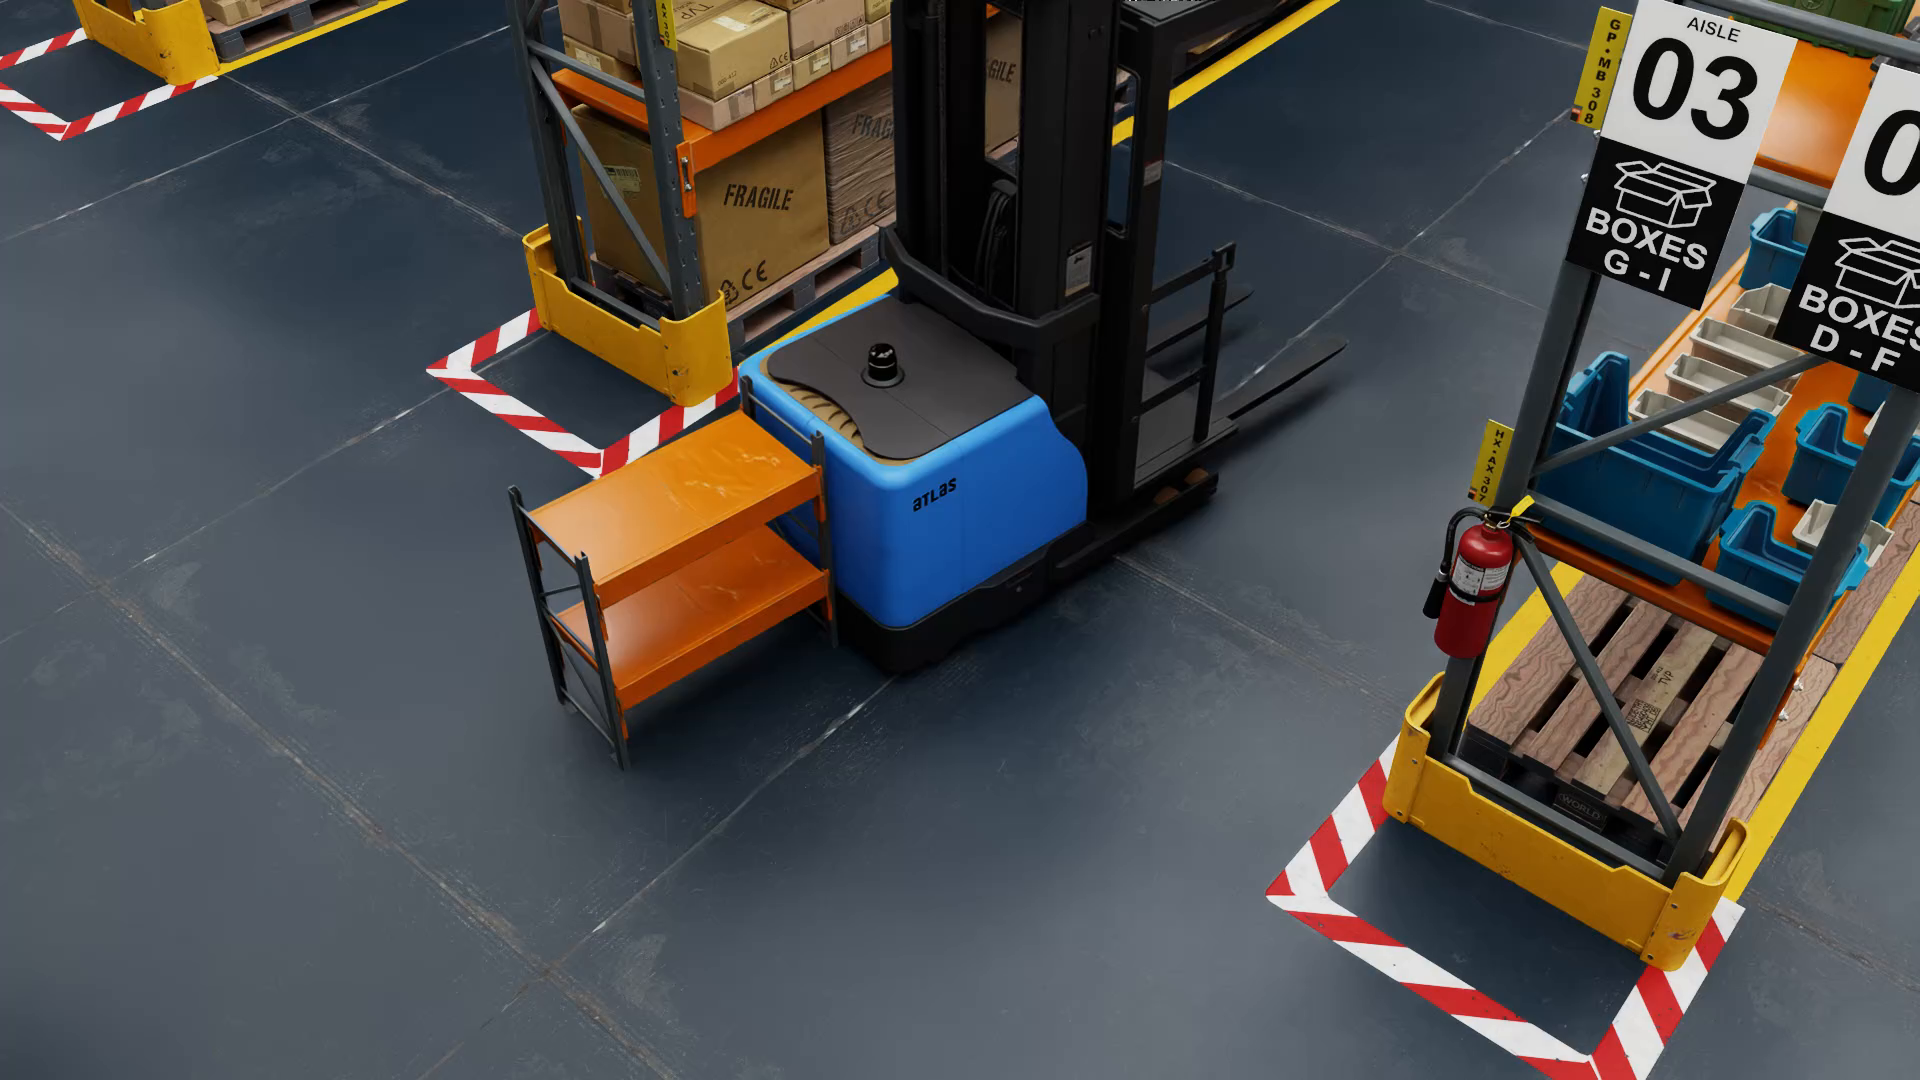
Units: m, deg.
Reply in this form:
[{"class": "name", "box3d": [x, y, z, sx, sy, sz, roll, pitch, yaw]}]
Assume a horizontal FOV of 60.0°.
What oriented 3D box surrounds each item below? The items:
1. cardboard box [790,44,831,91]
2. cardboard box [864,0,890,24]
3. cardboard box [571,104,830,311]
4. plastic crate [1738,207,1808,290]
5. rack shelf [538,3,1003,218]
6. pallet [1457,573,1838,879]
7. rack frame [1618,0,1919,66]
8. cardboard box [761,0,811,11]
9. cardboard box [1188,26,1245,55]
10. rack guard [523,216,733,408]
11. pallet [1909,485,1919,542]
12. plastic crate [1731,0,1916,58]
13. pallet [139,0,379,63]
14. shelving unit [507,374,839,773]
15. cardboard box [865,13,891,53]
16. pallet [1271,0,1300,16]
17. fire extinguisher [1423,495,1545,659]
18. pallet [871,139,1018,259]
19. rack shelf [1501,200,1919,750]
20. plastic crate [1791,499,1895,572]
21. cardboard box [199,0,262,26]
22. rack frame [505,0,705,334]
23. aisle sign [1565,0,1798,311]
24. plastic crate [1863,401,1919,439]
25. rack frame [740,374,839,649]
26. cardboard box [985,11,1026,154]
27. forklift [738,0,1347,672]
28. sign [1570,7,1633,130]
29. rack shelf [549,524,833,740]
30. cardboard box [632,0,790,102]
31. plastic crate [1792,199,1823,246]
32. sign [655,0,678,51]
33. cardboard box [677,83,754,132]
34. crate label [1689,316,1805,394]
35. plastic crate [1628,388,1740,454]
[{"class": "cardboard box", "box3d": [-0.840, -2.306, 7.926, 0.380, 0.149, 0.250, 28, 49, 28]}, {"class": "cardboard box", "box3d": [-0.478, -2.807, 8.180, 0.500, 0.250, 0.500, 28, 49, 27]}, {"class": "cardboard box", "box3d": [-1.298, -1.828, 8.480, 0.875, 0.875, 0.875, 29, 50, 28]}, {"class": "plastic crate", "box3d": [3.267, -1.079, 6.469, 0.416, 0.233, 0.300, 29, 50, 28]}, {"class": "rack shelf", "box3d": [-0.362, -2.858, 8.881, 1.077, 0.370, 4.000, 29, 50, 28]}, {"class": "pallet", "box3d": [2.702, 0.674, 6.534, 1.003, 0.211, 1.213, 29, 50, 28]}, {"class": "rack frame", "box3d": [2.142, -2.170, 3.129, 1.000, 3.000, 0.127, 29, 50, 28]}, {"class": "cardboard box", "box3d": [-0.812, -2.814, 7.630, 0.500, 0.500, 0.500, 28, 49, 28]}, {"class": "cardboard box", "box3d": [1.322, -3.861, 10.717, 1.225, 0.875, 0.875, 30, 50, 29]}, {"class": "rack guard", "box3d": [-1.665, -1.157, 8.333, 1.175, 0.500, 0.348, 29, 50, 28]}, {"class": "pallet", "box3d": [4.273, -0.582, 7.916, 1.003, 0.211, 1.213, 29, 50, 28]}, {"class": "plastic crate", "box3d": [2.558, -1.613, 4.904, 0.450, 0.188, 0.336, 29, 50, 28]}, {"class": "pallet", "box3d": [-4.782, -3.704, 11.349, 1.003, 0.211, 1.213, 29, 50, 28]}, {"class": "shelving unit", "box3d": [-1.066, 0.128, 6.456, 1.048, 1.125, 0.538, -30, 50, -29]}, {"class": "cardboard box", "box3d": [-0.508, -2.571, 8.217, 0.380, 0.149, 0.250, 29, 49, 28]}, {"class": "pallet", "box3d": [2.149, -4.183, 11.876, 1.003, 0.211, 1.213, 29, 50, 28]}, {"class": "fire extinguisher", "box3d": [1.697, 0.098, 5.430, 0.296, 0.674, 0.183, 29, 50, 28]}, {"class": "pallet", "box3d": [-0.409, -2.134, 9.622, 1.003, 0.211, 1.213, 29, 50, 28]}, {"class": "rack shelf", "box3d": [3.429, -0.714, 6.522, 1.077, 0.370, 4.000, 29, 50, 28]}, {"class": "plastic crate", "box3d": [2.823, 0.011, 5.341, 0.250, 0.136, 0.298, 29, 50, 28]}, {"class": "cardboard box", "box3d": [-4.798, -3.526, 10.887, 0.380, 0.149, 0.250, 31, 50, 29]}, {"class": "rack frame", "box3d": [-1.649, -2.094, 7.506, 1.000, 3.000, 0.127, 29, 50, 28]}, {"class": "aisle sign", "box3d": [1.871, -1.002, 4.372, 0.394, 0.787, 0.004, 29, 50, 28]}, {"class": "plastic crate", "box3d": [3.259, -0.338, 5.726, 0.250, 0.136, 0.298, 29, 50, 28]}, {"class": "rack frame", "box3d": [-0.681, -0.096, 6.702, 0.032, 1.125, 0.500, -30, 50, -29]}, {"class": "cardboard box", "box3d": [-0.140, -2.755, 9.499, 0.875, 0.875, 0.875, 29, 50, 28]}, {"class": "forklift", "box3d": [0.544, -1.400, 6.794, 3.031, 2.935, 1.130, -30, 50, -29]}, {"class": "sign", "box3d": [1.710, -1.251, 4.426, 0.100, 0.325, 0.005, 29, 50, 28]}, {"class": "rack shelf", "box3d": [-1.066, 0.309, 6.620, 1.000, 0.278, 0.538, -30, 50, -29]}, {"class": "cardboard box", "box3d": [-1.134, -2.279, 7.600, 0.500, 0.250, 0.500, 28, 49, 27]}, {"class": "plastic crate", "box3d": [3.592, -1.281, 6.655, 0.437, 0.282, 0.530, 29, 50, 28]}, {"class": "sign", "box3d": [-1.228, -2.201, 6.920, 0.100, 0.325, 0.005, 29, 50, 28]}, {"class": "cardboard box", "box3d": [-1.168, -2.041, 7.634, 0.380, 0.149, 0.250, 30, 50, 29]}, {"class": "crate label", "box3d": [2.886, -0.670, 6.091, 0.396, 0.136, 0.243, 29, 50, 28]}, {"class": "plastic crate", "box3d": [2.528, -0.373, 5.764, 0.396, 0.136, 0.243, 29, 50, 28]}]
